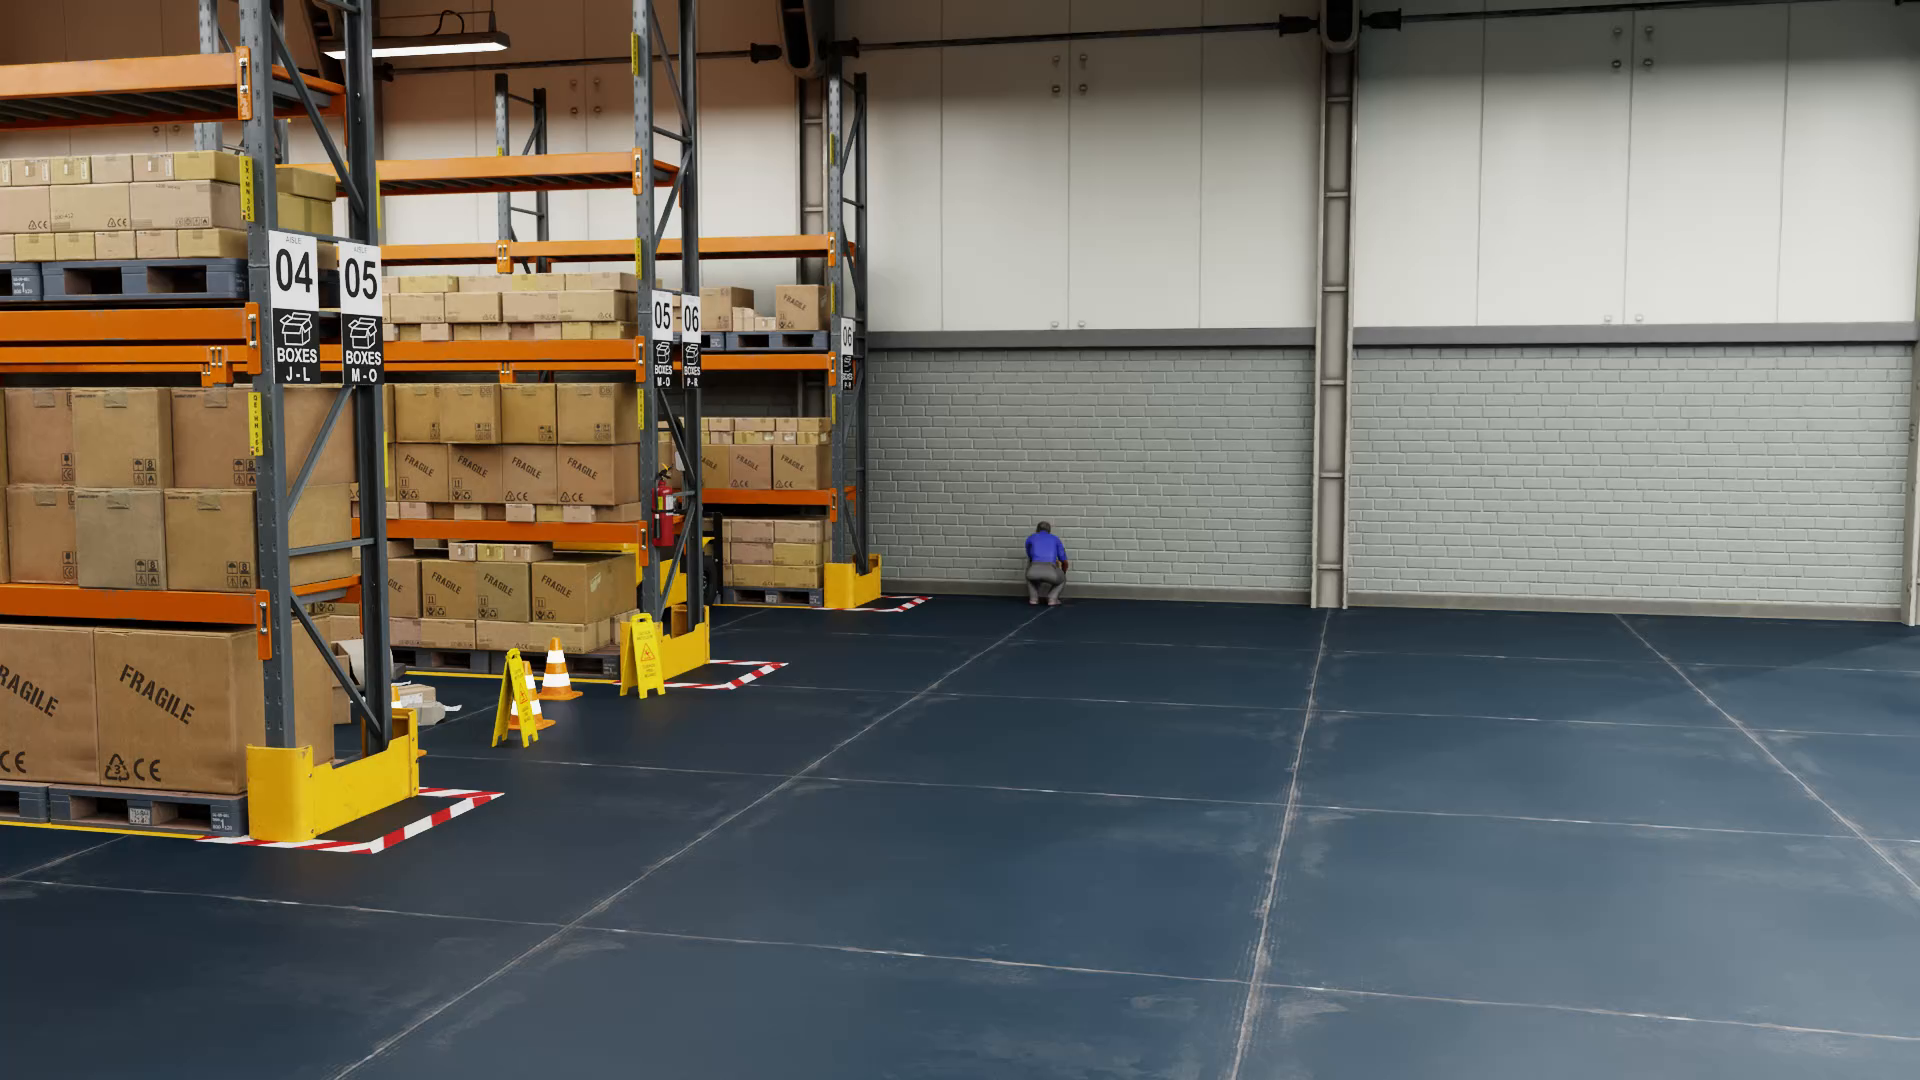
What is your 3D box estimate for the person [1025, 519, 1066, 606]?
[{"bbox_3d":[0.961,0.256,18.847,0.465,0.948,0.838,1,5,12],"label":"person"}]
